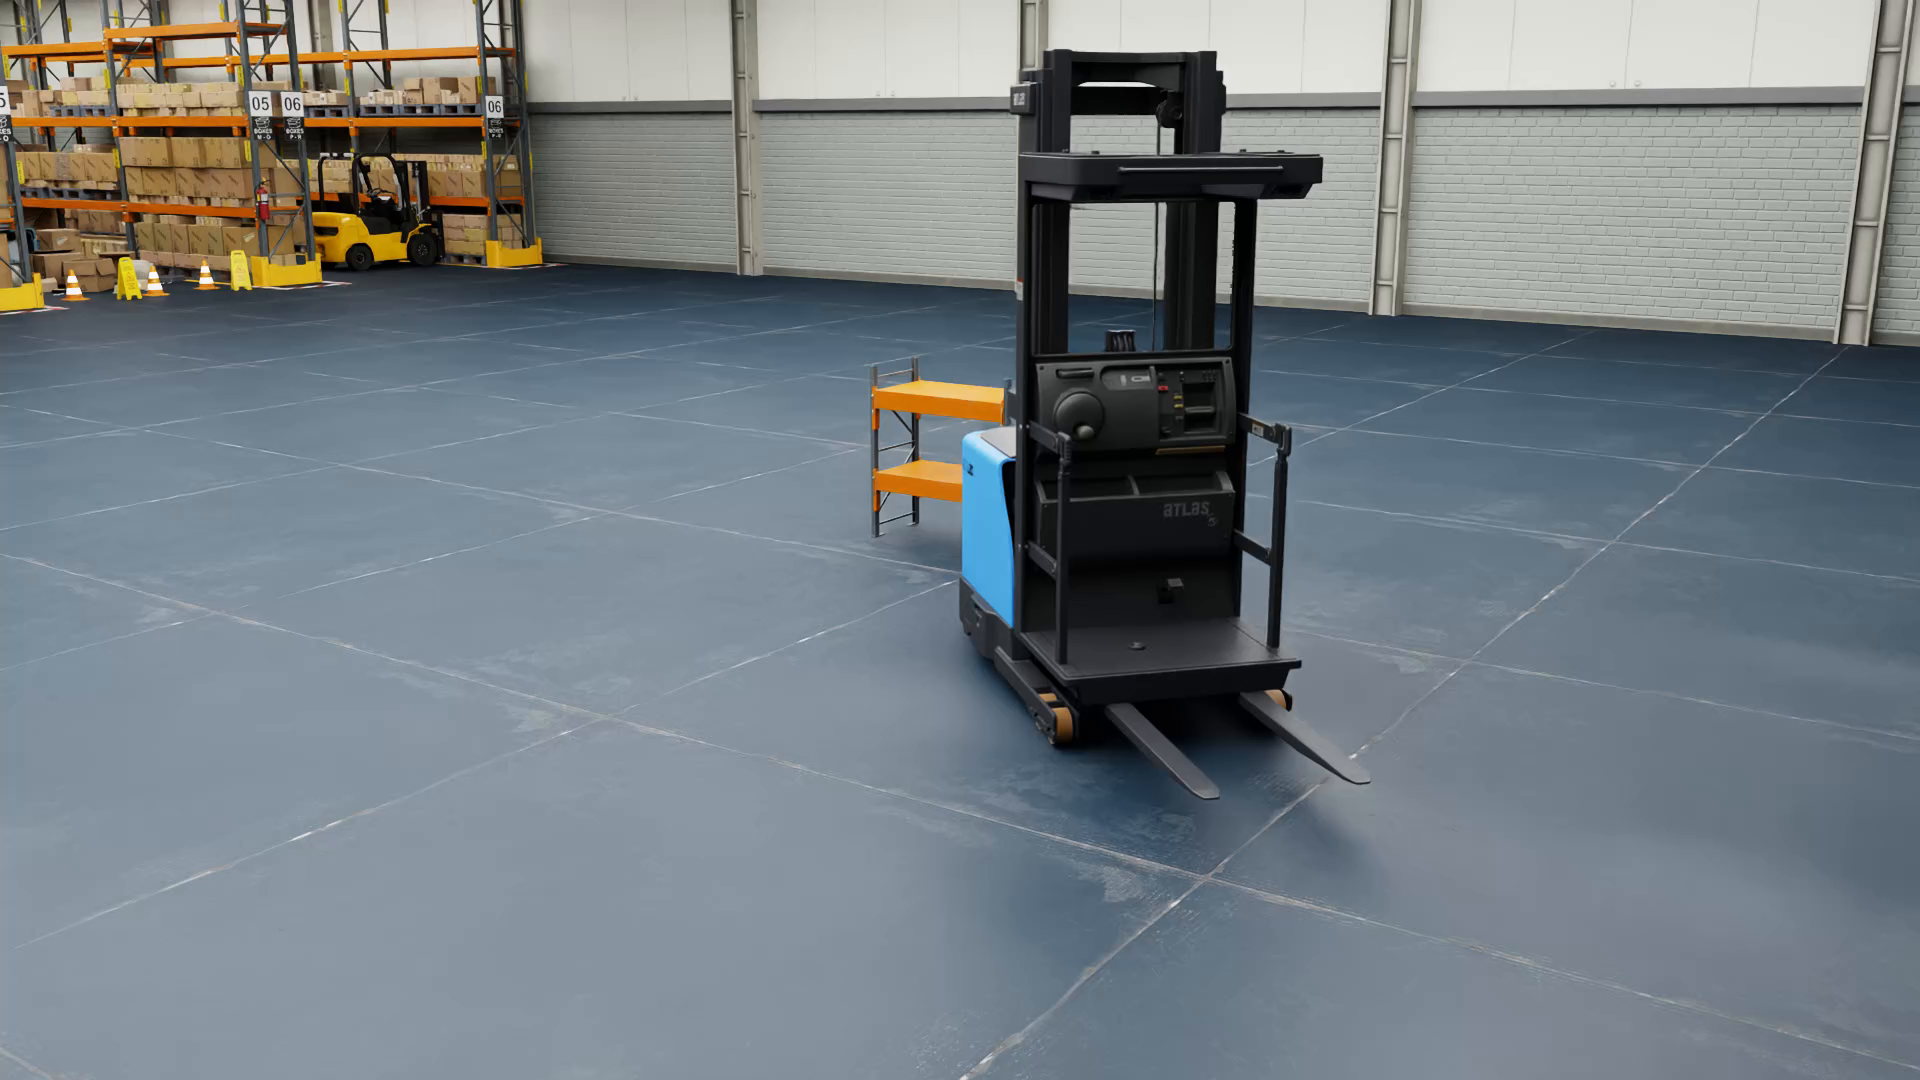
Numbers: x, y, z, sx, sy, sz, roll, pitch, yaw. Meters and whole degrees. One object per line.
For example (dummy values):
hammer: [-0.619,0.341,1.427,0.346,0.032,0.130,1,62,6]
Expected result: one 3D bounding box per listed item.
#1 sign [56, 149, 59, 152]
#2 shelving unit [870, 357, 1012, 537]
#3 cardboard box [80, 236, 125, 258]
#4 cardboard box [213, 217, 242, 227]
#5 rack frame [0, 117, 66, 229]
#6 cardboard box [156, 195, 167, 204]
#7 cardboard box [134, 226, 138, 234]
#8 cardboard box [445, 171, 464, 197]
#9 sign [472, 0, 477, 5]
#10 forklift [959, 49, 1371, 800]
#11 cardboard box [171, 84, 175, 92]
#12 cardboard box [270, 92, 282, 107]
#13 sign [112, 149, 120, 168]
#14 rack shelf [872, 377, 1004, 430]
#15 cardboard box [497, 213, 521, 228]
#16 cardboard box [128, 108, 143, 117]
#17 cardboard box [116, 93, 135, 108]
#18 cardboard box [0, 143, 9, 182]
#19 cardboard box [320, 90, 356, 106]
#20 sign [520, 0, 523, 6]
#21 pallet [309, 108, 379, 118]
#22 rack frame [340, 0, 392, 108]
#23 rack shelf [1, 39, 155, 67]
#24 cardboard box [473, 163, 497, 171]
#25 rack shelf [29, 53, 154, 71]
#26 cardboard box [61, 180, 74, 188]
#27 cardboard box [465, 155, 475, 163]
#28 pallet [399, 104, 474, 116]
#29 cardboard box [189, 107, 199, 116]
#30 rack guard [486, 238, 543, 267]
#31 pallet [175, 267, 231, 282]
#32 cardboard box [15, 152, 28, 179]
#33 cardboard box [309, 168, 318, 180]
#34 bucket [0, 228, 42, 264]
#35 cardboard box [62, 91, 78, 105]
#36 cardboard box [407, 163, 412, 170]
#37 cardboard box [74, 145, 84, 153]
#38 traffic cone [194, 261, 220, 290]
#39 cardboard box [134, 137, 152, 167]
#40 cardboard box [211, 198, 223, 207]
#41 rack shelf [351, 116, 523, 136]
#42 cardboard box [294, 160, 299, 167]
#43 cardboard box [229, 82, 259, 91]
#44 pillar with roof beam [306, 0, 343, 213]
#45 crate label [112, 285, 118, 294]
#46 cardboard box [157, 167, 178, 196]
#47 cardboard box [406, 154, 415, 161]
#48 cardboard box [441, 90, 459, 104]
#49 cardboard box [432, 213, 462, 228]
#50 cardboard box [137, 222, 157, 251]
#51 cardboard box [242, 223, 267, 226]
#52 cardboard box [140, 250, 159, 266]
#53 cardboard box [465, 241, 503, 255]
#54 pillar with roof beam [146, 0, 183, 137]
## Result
sign: [-17.847,-7.562,32.885,0.005,0.325,0.100,9,17,33]
shelving unit: [-0.006,-0.547,10.692,1.048,1.125,0.538,9,17,33]
cardboard box: [-16.435,-5.580,31.715,0.625,0.372,0.950,10,17,35]
cardboard box: [-12.656,-5.496,28.720,0.250,0.149,0.380,10,17,34]
rack frame: [-18.142,-6.929,32.573,0.127,3.000,1.000,9,17,33]
cardboard box: [-14.078,-6.072,29.631,0.250,0.149,0.380,10,17,35]
cardboard box: [-19.320,-7.292,39.097,0.250,0.149,0.380,9,16,31]
cardboard box: [-9.716,-6.980,32.571,0.500,0.500,0.500,10,17,35]
sign: [-9.051,-10.144,30.967,0.005,0.325,0.100,9,17,33]
forklift: [0.850,-0.632,7.278,1.130,2.935,3.031,-3,14,-14]
cardboard box: [-13.407,-7.815,28.771,0.250,0.149,0.380,10,17,34]
cardboard box: [-11.772,-7.505,28.348,0.500,0.250,0.500,9,16,32]
sign: [-15.129,-6.844,29.818,0.005,0.325,0.100,9,17,33]
rack shelf: [-0.006,-0.831,10.621,1.000,0.278,0.538,9,17,33]
cardboard box: [-9.029,-6.303,32.812,0.500,0.250,0.500,9,16,32]
cardboard box: [-14.516,-7.590,29.520,0.250,0.149,0.380,9,17,33]
cardboard box: [-14.610,-7.807,29.569,0.500,0.250,0.500,9,16,32]
cardboard box: [-14.468,-5.510,24.282,0.550,0.550,0.875,9,17,33]
cardboard box: [-12.792,-9.097,34.190,0.500,0.311,0.500,9,16,31]
sign: [-8.421,-10.399,31.830,0.005,0.325,0.100,9,17,33]
pallet: [-12.794,-8.862,34.536,1.217,0.209,0.805,8,16,31]
rack frame: [-12.055,-10.295,33.685,0.127,3.000,1.000,9,17,33]
rack shelf: [-16.482,-9.030,30.903,4.000,0.370,1.077,9,17,33]
cardboard box: [-9.180,-7.201,32.111,0.250,0.149,0.380,9,17,34]
rack shelf: [-20.353,-11.285,39.189,4.000,0.370,1.077,9,17,33]
cardboard box: [-16.662,-6.704,31.312,0.250,0.149,0.380,10,17,35]
cardboard box: [-9.373,-7.387,32.246,0.250,0.149,0.380,9,17,33]
pallet: [-10.325,-8.523,32.953,1.213,0.211,1.003,9,17,33]
cardboard box: [-13.003,-7.360,28.593,0.250,0.149,0.380,9,16,31]
rack guard: [-8.716,-5.630,32.526,0.348,0.500,1.175,9,17,33]
pallet: [-13.229,-4.793,29.745,1.213,0.211,1.003,9,17,33]
cardboard box: [-17.897,-7.220,32.044,0.500,0.500,0.500,9,16,31]
cardboard box: [-13.457,-7.705,34.979,0.500,0.250,0.500,10,17,34]
bucket: [-16.102,-4.983,28.358,0.726,0.611,0.620,-10,7,-35]
cardboard box: [-16.228,-8.167,30.768,0.500,0.250,0.500,9,17,34]
cardboard box: [-10.892,-7.474,33.215,0.250,0.149,0.380,9,16,31]
cardboard box: [-16.151,-7.243,30.790,0.250,0.149,0.380,8,16,30]
traffic cone: [-12.580,-4.425,27.738,0.334,0.463,0.336,9,17,33]
cardboard box: [-14.167,-6.896,29.531,0.500,0.500,0.700,9,17,33]
cardboard box: [-12.636,-5.821,28.619,0.250,0.149,0.380,10,17,34]
rack shelf: [-10.396,-8.222,33.048,4.000,0.370,1.077,9,17,33]
cardboard box: [-13.803,-7.934,35.072,0.250,0.149,0.380,9,16,31]
cardboard box: [-11.949,-7.564,27.758,0.250,0.149,0.380,9,17,33]
pillar with roof beam: [-16.192,-9.978,32.404,0.400,9.000,9.100,9,17,33]
crate label: [-13.604,-4.093,27.074,0.298,0.136,0.250,1,14,4]
cardboard box: [-13.774,-6.339,29.360,0.500,0.500,0.500,9,17,32]
cardboard box: [-10.843,-7.632,33.235,0.250,0.149,0.380,9,17,33]
cardboard box: [-9.804,-8.574,32.174,0.258,0.266,0.396,9,17,33]
cardboard box: [-10.144,-6.334,32.934,0.500,0.250,0.500,9,17,34]
cardboard box: [-14.484,-5.493,30.059,0.500,0.500,0.500,10,17,35]
cardboard box: [-12.475,-5.325,29.381,0.500,0.500,0.500,8,16,31]
cardboard box: [-14.484,-5.129,30.149,0.500,0.250,0.500,8,16,30]
cardboard box: [-9.302,-5.716,32.519,0.500,0.250,0.500,9,17,33]
pillar with roof beam: [-21.171,-10.783,35.655,0.400,9.000,9.100,9,17,33]
